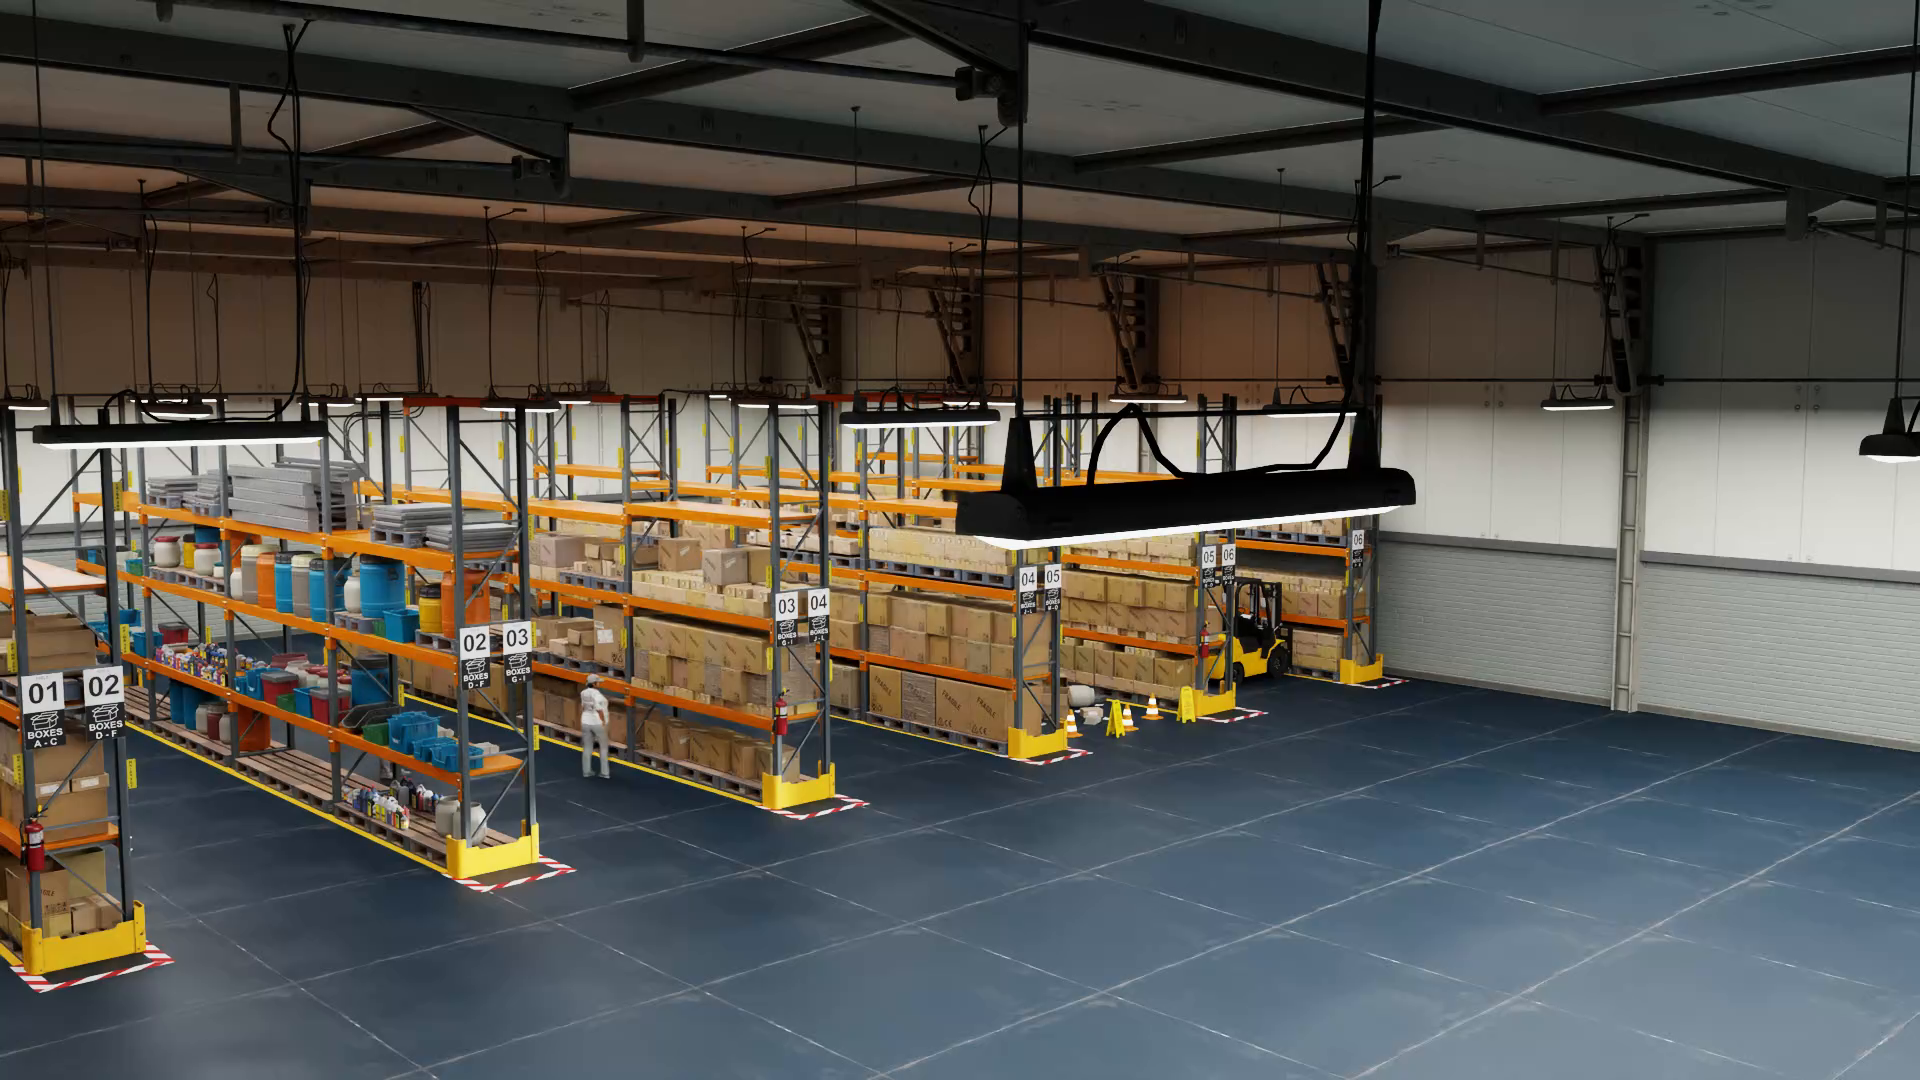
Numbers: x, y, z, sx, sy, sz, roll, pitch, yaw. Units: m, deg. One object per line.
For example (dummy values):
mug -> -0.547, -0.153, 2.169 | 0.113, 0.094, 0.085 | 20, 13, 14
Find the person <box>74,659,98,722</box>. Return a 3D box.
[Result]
person -> -15.638, 2.571, 29.781 | 0.375, 1.785, 0.624 | 1, 6, 12

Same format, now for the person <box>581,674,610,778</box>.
person -> -5.783, 2.950, 26.443 | 0.510, 1.667, 0.426 | 2, 6, 21

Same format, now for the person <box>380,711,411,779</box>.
person -> -9.032, 2.907, 26.401 | 0.509, 1.788, 0.615 | -1, 6, -12
